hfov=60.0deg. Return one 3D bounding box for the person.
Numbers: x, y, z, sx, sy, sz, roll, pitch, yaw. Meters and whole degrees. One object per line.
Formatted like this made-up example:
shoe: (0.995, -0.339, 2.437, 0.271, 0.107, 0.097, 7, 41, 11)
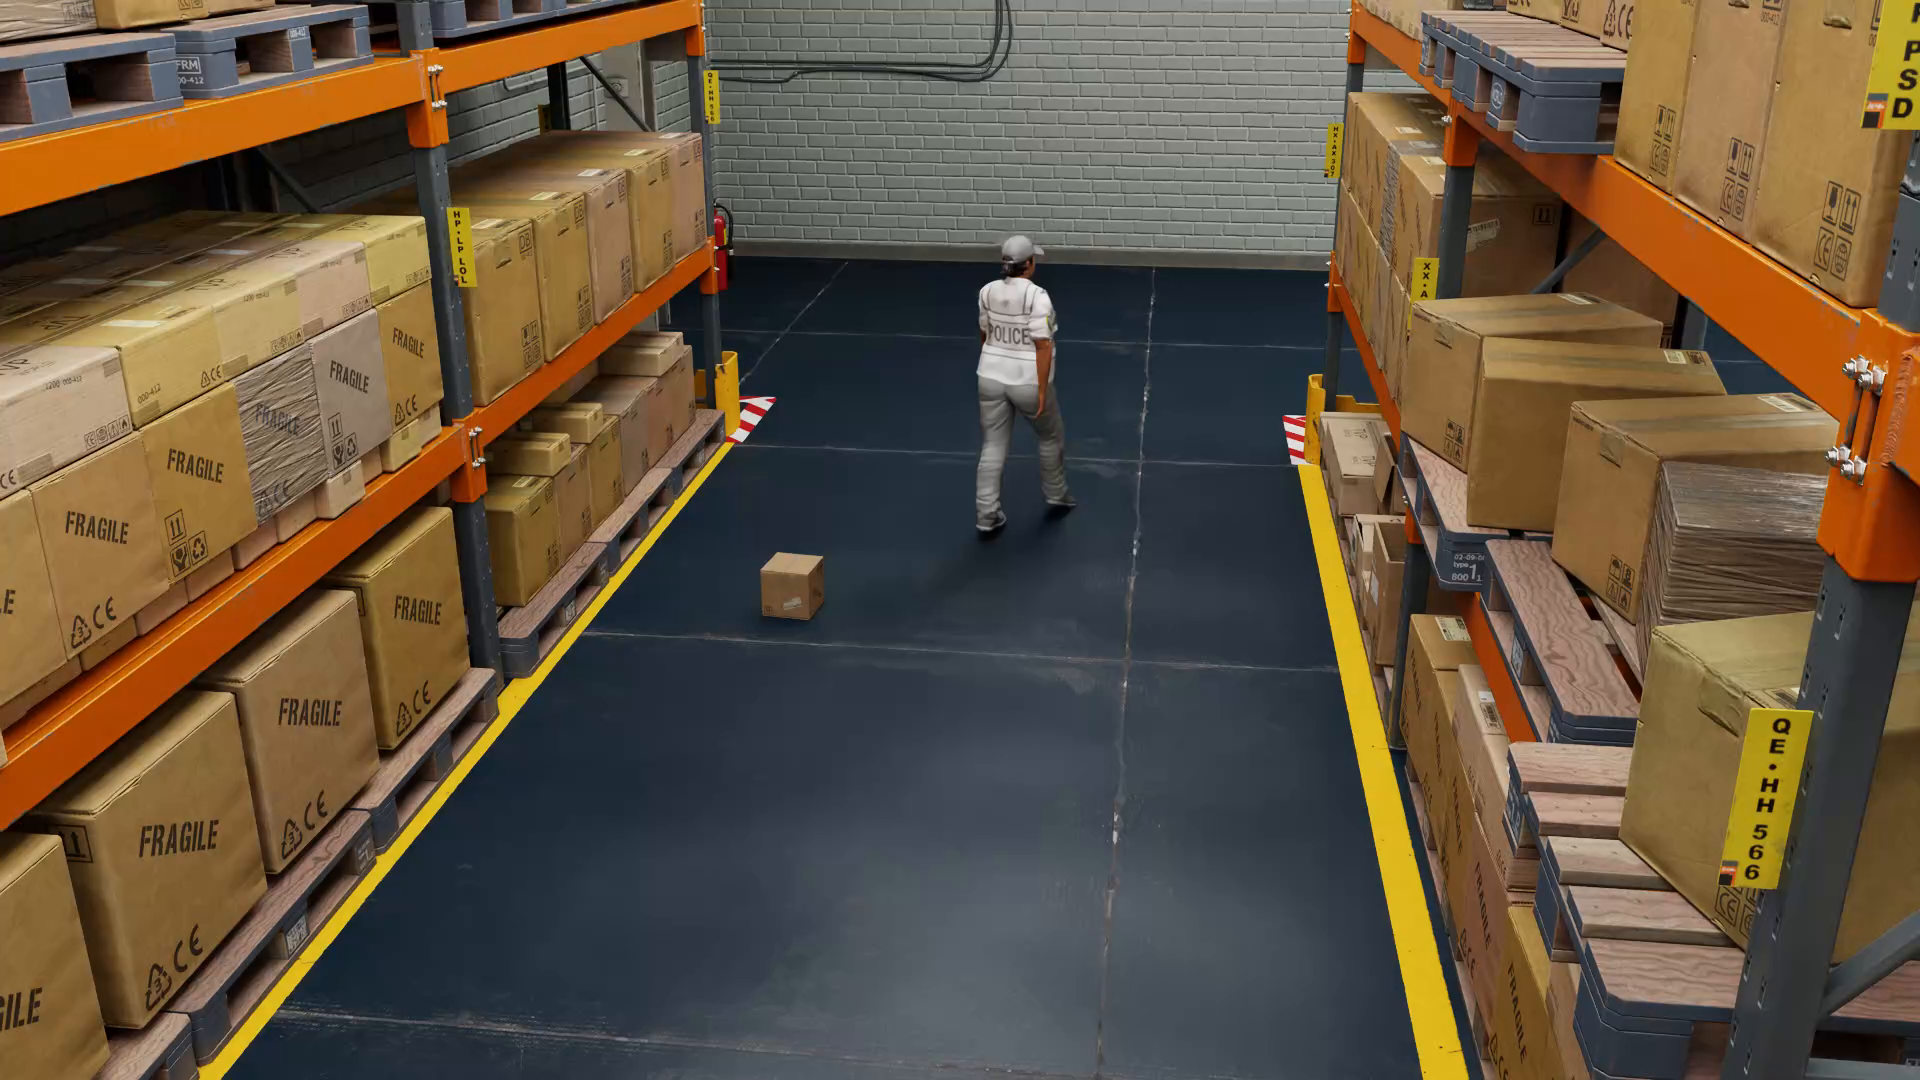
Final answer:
person: (0.348, -0.890, 9.369, 0.495, 1.670, 0.841, 11, 24, 25)
